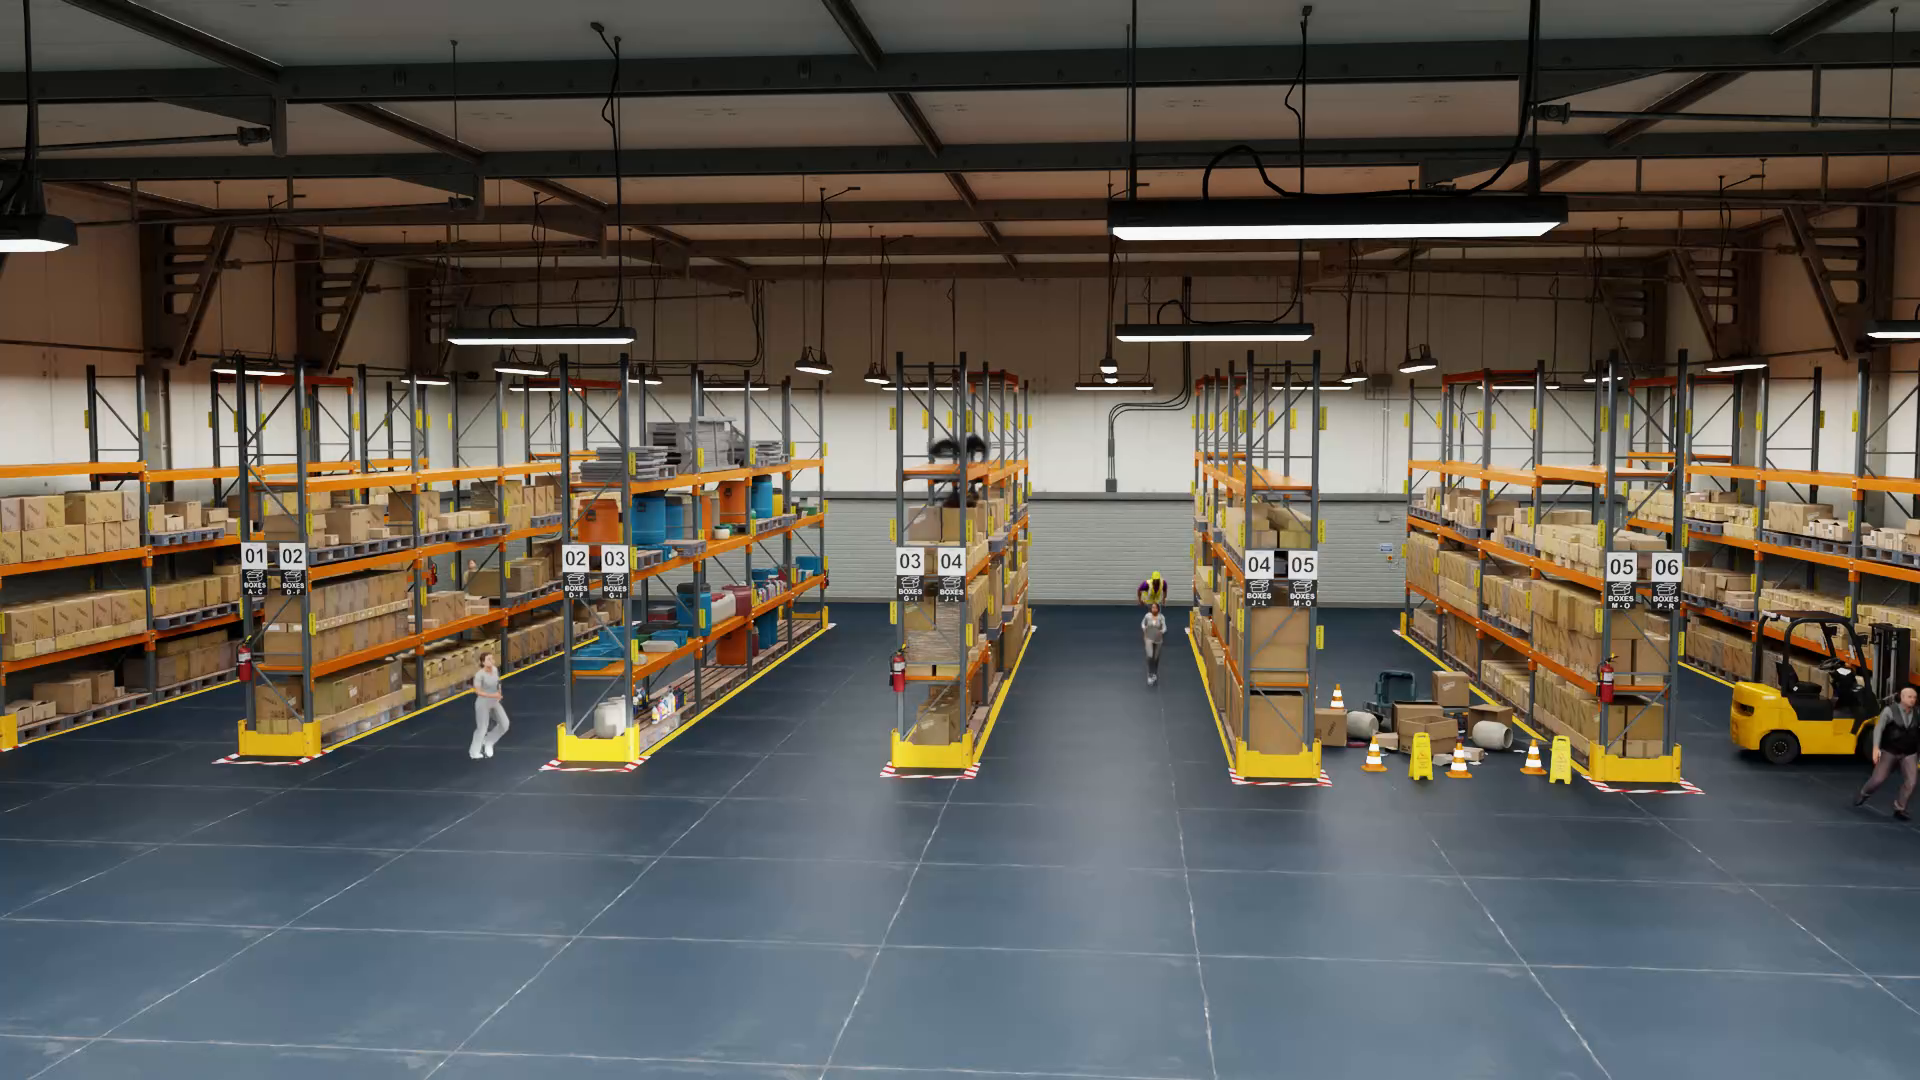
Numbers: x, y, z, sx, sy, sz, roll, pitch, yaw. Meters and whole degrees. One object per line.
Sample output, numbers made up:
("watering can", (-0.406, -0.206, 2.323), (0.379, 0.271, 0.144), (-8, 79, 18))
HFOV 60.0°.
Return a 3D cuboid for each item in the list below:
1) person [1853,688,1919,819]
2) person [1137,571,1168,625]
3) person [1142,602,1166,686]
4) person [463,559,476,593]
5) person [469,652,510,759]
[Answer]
("person", (11.855, 2.671, 21.133), (0.761, 1.664, 0.658), (1, 4, 11))
("person", (4.465, 1.479, 38.747), (0.715, 1.559, 1.011), (-1, 4, -9))
("person", (3.699, 1.967, 31.685), (0.439, 1.606, 0.789), (0, 4, 0))
("person", (-11.936, 1.268, 41.050), (0.629, 1.585, 0.602), (-1, 4, -15))
("person", (-6.927, 2.435, 24.489), (0.768, 1.611, 0.574), (3, 5, 38))
